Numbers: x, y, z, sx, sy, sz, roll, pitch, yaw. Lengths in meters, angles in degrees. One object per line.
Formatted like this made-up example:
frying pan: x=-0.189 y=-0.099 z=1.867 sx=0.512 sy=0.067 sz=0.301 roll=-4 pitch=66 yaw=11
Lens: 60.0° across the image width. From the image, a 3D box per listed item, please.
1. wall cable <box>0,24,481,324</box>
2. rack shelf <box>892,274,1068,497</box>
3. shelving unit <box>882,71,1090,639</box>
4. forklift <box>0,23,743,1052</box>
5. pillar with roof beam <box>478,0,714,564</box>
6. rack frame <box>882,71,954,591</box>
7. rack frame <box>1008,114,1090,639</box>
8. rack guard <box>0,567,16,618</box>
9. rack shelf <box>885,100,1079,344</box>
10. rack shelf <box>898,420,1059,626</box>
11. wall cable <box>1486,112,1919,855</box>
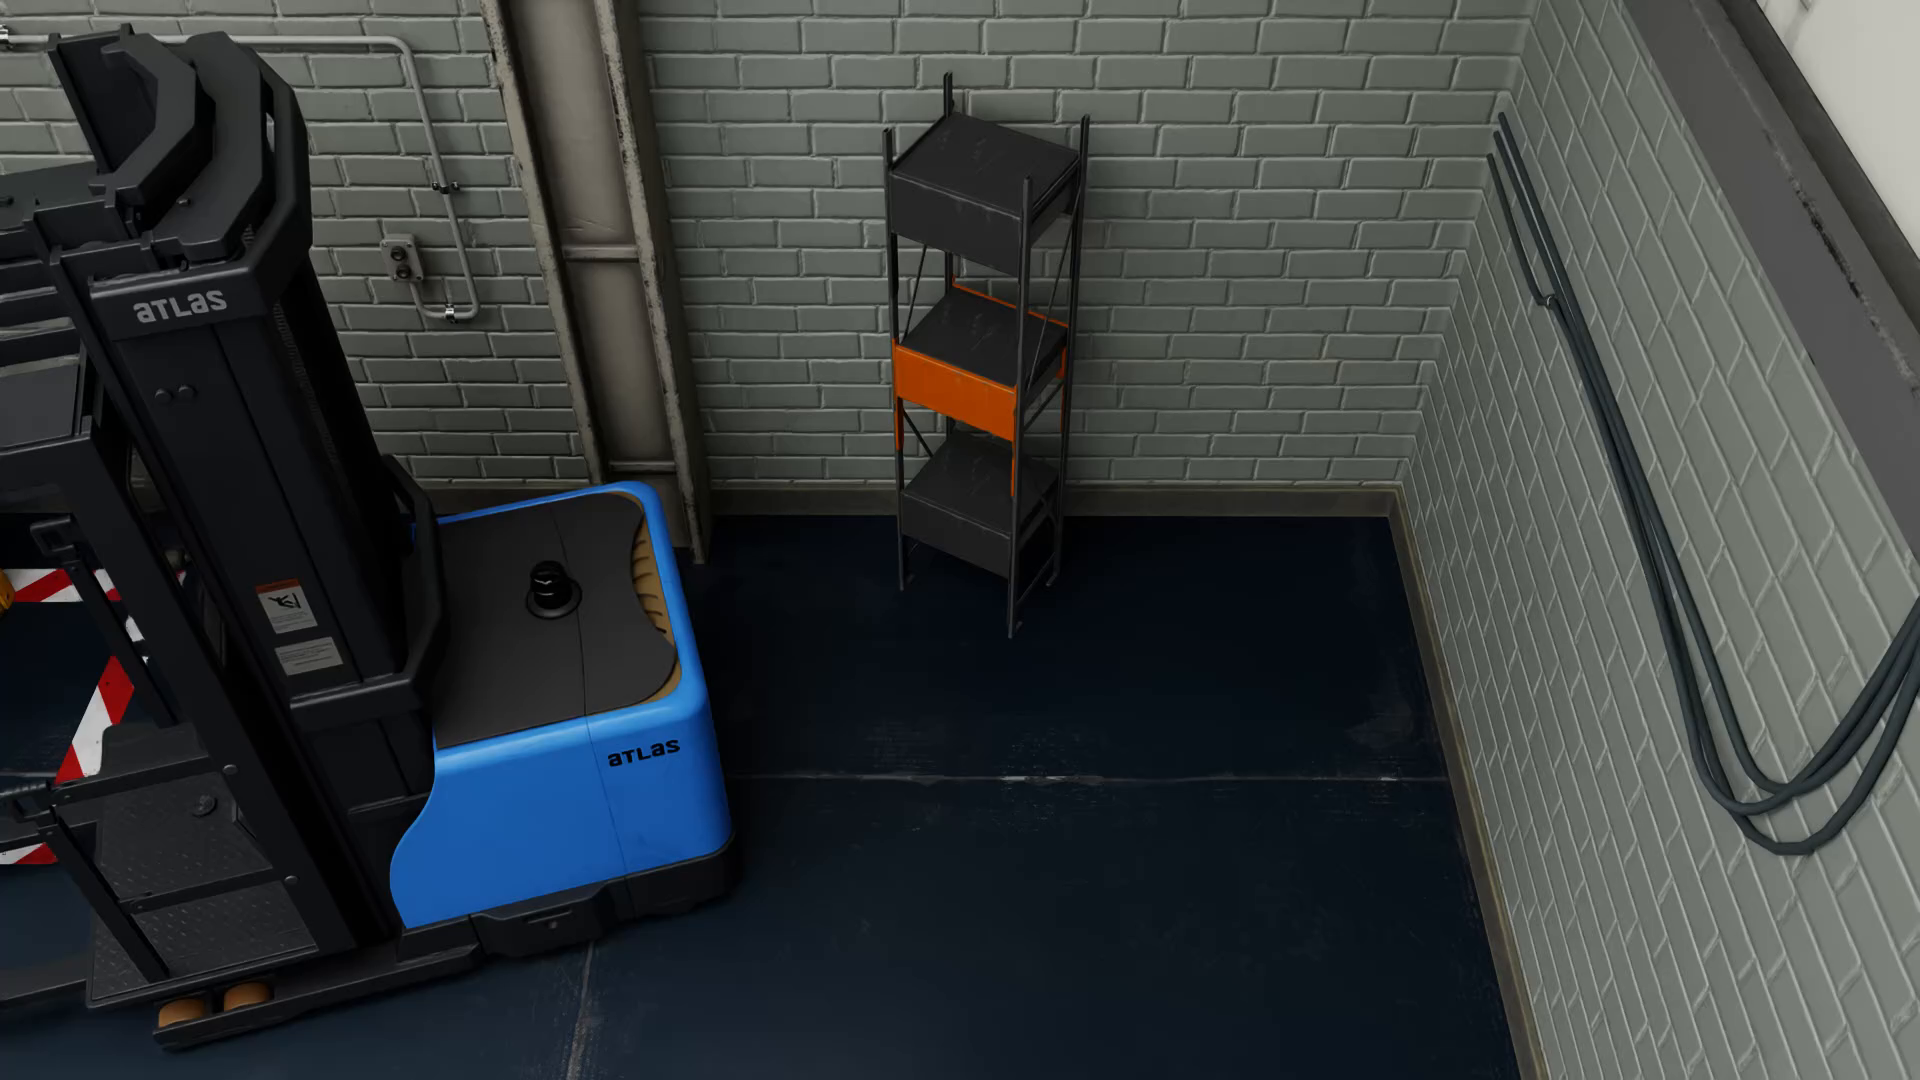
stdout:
wall cable: x=-2.632 y=-1.450 z=5.356 sx=1.851 sy=1.984 sz=0.084 roll=0 pitch=47 yaw=0
rack shelf: x=0.081 y=-0.543 z=5.839 sx=0.480 sy=0.518 sz=0.431 roll=23 pitch=51 yaw=20
shelving unit: x=0.081 y=-0.552 z=5.829 sx=0.503 sy=2.100 sz=0.431 roll=23 pitch=51 yaw=20
forklift: x=-2.308 y=0.165 z=4.594 sx=3.031 sy=2.935 sz=1.130 roll=-12 pitch=48 yaw=-11
pillar with roof beam: x=-1.228 y=0.067 z=0.540 sx=0.400 sy=9.000 sz=9.100 roll=0 pitch=47 yaw=0
rack frame: x=-0.130 y=-0.642 z=5.913 sx=0.015 sy=2.100 sz=0.400 roll=23 pitch=51 yaw=20
rack frame: x=0.292 y=-0.463 z=5.746 sx=0.015 sy=2.100 sz=0.400 roll=23 pitch=51 yaw=20
rack guard: x=-3.891 y=0.437 z=6.002 sx=0.348 sy=0.500 sz=1.175 roll=0 pitch=47 yaw=0
rack shelf: x=0.081 y=-1.020 z=5.327 sx=0.480 sy=0.518 sz=0.431 roll=23 pitch=51 yaw=20
rack shelf: x=0.081 y=-0.066 z=6.352 sx=0.480 sy=0.518 sz=0.431 roll=23 pitch=51 yaw=20
wall cable: x=1.739 y=-1.124 z=3.770 sx=0.112 sy=2.526 sz=3.097 roll=0 pitch=47 yaw=0
